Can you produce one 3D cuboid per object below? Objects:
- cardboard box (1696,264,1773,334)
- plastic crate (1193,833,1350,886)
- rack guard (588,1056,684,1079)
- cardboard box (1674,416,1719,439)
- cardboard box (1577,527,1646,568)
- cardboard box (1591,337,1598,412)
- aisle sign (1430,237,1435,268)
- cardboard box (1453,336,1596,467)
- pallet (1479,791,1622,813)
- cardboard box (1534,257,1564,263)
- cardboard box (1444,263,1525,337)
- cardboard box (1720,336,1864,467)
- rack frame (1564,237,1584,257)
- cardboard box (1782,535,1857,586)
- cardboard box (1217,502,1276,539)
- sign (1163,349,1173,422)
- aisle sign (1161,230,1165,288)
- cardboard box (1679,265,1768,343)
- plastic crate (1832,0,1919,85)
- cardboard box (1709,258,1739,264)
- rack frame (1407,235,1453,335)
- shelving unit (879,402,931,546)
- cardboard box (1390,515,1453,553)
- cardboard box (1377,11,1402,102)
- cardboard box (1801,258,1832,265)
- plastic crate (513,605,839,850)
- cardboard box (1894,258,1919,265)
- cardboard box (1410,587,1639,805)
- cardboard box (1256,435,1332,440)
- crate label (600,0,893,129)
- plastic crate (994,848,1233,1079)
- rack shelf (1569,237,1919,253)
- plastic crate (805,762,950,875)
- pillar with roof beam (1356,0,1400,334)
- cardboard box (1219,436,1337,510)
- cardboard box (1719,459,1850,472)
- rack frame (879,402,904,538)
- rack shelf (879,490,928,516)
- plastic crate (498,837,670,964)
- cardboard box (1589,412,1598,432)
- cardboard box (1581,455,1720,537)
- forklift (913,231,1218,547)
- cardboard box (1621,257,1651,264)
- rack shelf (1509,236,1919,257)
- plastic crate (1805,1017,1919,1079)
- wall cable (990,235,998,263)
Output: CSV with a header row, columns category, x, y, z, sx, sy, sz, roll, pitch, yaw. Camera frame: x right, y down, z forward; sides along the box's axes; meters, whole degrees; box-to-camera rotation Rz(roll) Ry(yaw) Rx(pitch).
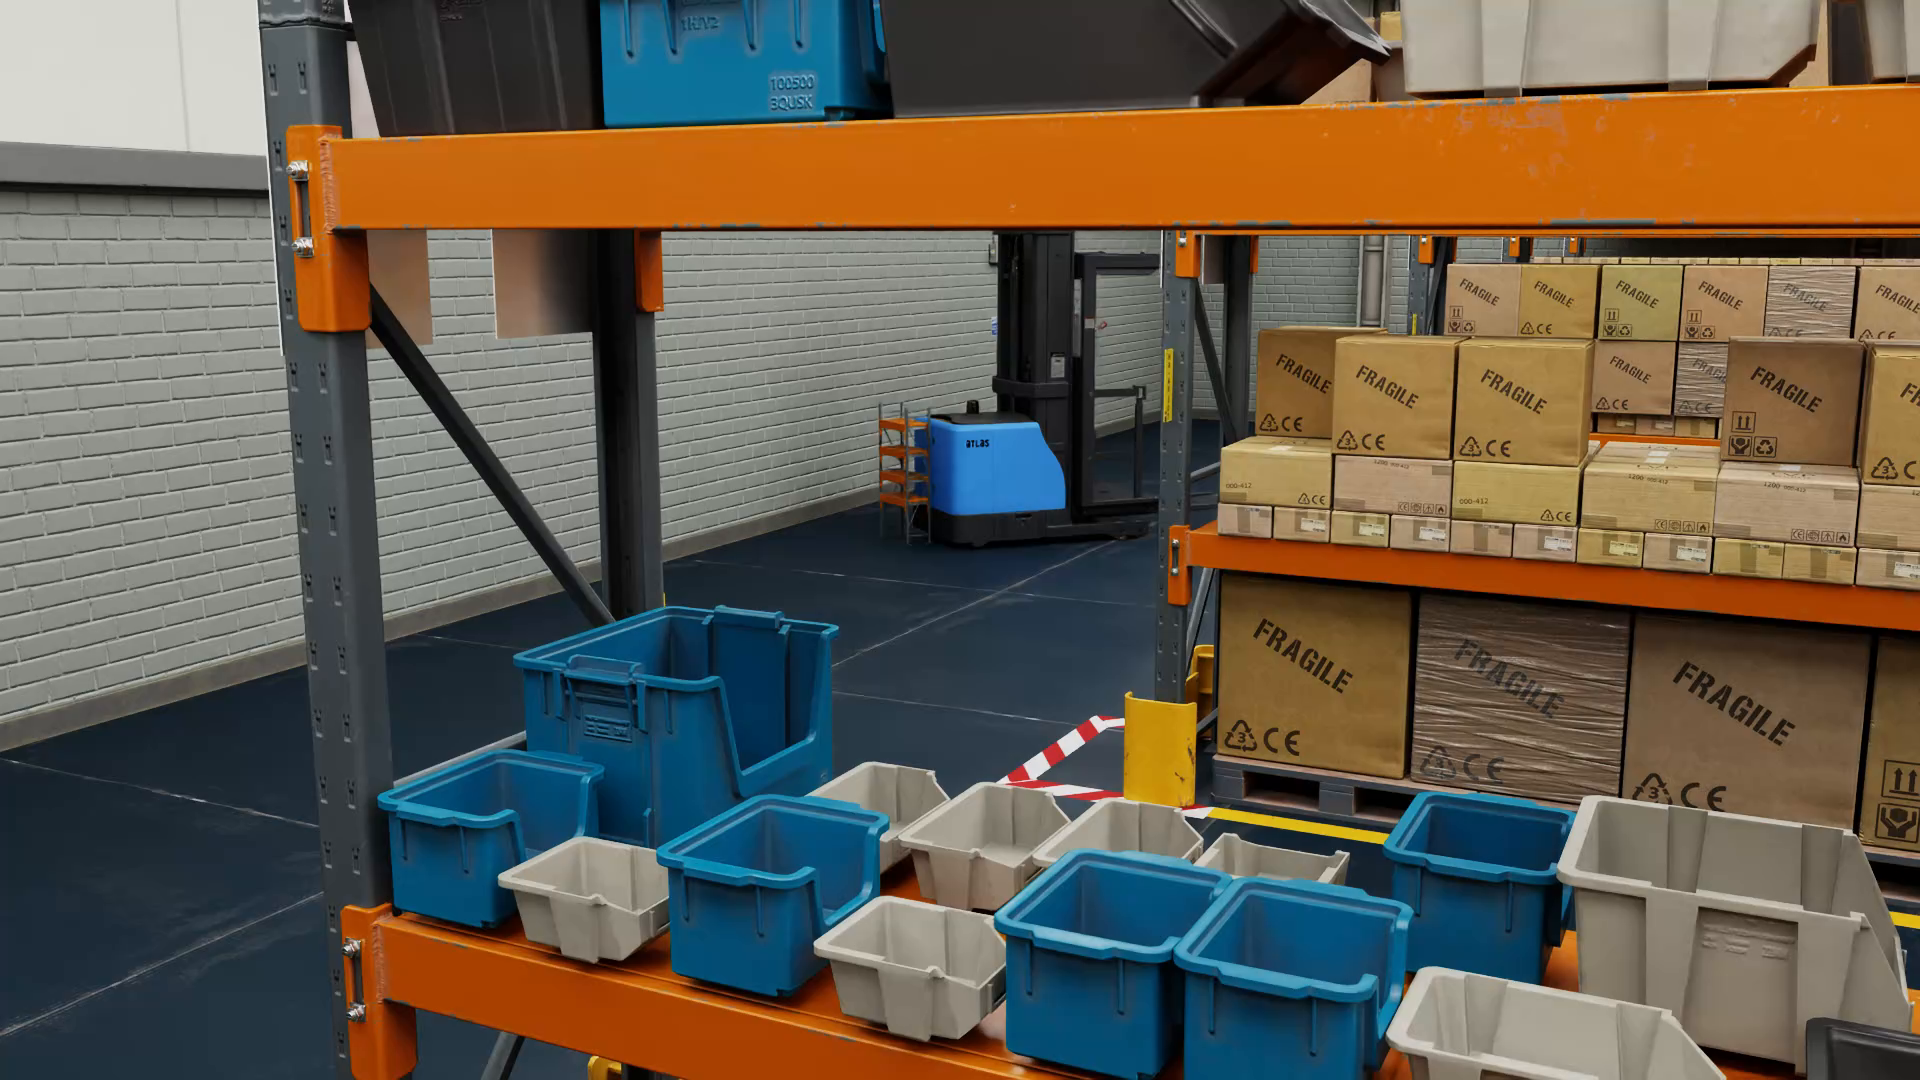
category,x,y,z,sx,sy,sz,roll,pitch,yaw
cardboard box,5.398,-1.676,11.643,0.500,0.500,0.500,5,11,24
plastic crate,0.600,0.669,3.182,0.250,0.136,0.298,5,11,26
rack guard,-1.027,1.700,3.932,0.348,0.500,1.175,5,11,26
cardboard box,5.044,-0.789,11.372,0.250,0.149,0.380,5,12,28
cardboard box,2.745,0.004,6.989,0.250,0.149,0.380,5,11,24
cardboard box,4.249,-1.183,11.729,0.500,0.500,0.500,5,11,26
aisle sign,3.545,-2.438,12.479,0.004,0.787,0.394,5,11,26
cardboard box,2.419,-0.602,7.116,0.500,0.500,0.500,5,11,24
pallet,3.034,1.198,7.518,1.213,0.211,1.003,5,11,26
cardboard box,5.773,-2.692,16.272,0.250,0.149,0.380,5,12,27
cardboard box,3.763,-1.715,11.860,0.500,0.500,0.500,5,11,25
cardboard box,3.556,-0.606,7.138,0.500,0.500,0.500,5,11,24
rack frame,7.770,-2.697,21.208,0.127,3.000,1.000,5,11,26
cardboard box,3.438,0.065,6.653,0.250,0.149,0.380,5,12,27
cardboard box,1.365,-0.117,7.658,0.250,0.149,0.380,5,11,26
sign,0.941,-0.698,7.510,0.005,0.325,0.100,5,11,26
aisle sign,0.995,-1.558,7.616,0.004,0.787,0.394,5,11,26
cardboard box,5.133,-1.592,11.181,0.500,0.500,0.500,5,11,24
plastic crate,1.279,-0.600,1.943,0.466,0.136,0.293,5,11,26
cardboard box,7.145,-2.563,15.559,0.250,0.149,0.380,5,11,24
rack frame,3.477,-1.105,12.414,0.127,3.000,1.000,5,11,26
shelving unit,-0.485,-0.586,14.597,0.258,1.200,0.503,-6,12,-30
cardboard box,2.059,-0.056,7.324,0.250,0.149,0.380,5,11,25
cardboard box,2.134,-2.006,7.228,0.500,0.500,0.700,5,11,24
cardboard box,7.864,-2.513,15.282,0.250,0.149,0.380,5,11,25
plastic crate,-0.616,0.420,3.721,0.499,0.435,0.616,5,11,26
cardboard box,8.559,-2.460,14.993,0.250,0.149,0.380,5,12,27
cardboard box,2.618,0.627,7.629,0.875,0.875,0.875,5,11,26
cardboard box,1.744,-0.398,8.091,0.500,0.250,0.500,5,11,25
crate label,-0.315,-0.809,2.770,0.502,0.251,0.408,5,11,26
plastic crate,0.257,0.699,2.749,0.300,0.233,0.416,5,11,26
rack shelf,9.564,-3.661,20.134,4.000,0.370,1.077,5,11,26
plastic crate,-0.188,0.606,3.533,0.243,0.136,0.396,5,11,26
pillar with roof beam,3.846,-5.318,18.844,0.400,9.000,9.100,5,11,26
cardboard box,1.503,-0.313,7.621,0.500,0.250,0.500,5,11,24
cardboard box,3.563,-0.237,7.204,0.500,0.250,0.500,5,12,27
rack frame,-0.609,-0.623,14.804,0.240,1.200,0.015,-6,12,-30
rack shelf,-0.485,-0.324,14.644,0.258,0.148,0.480,-6,12,-30
plastic crate,-0.673,0.681,3.118,0.298,0.136,0.250,5,11,26
cardboard box,4.380,-0.862,11.776,0.250,0.149,0.380,6,12,28
cardboard box,2.892,-0.192,6.956,0.500,0.250,0.500,5,11,25
forklift,1.144,-1.526,14.933,3.031,2.935,1.130,-4,11,-22
cardboard box,6.466,-2.626,15.907,0.250,0.149,0.380,5,11,24
rack shelf,7.371,-2.868,15.752,4.000,0.370,1.077,5,11,26
plastic crate,1.465,0.846,2.238,0.590,0.125,0.437,5,11,26
wall cable,0.510,-2.860,19.167,0.123,1.953,0.585,5,11,26
